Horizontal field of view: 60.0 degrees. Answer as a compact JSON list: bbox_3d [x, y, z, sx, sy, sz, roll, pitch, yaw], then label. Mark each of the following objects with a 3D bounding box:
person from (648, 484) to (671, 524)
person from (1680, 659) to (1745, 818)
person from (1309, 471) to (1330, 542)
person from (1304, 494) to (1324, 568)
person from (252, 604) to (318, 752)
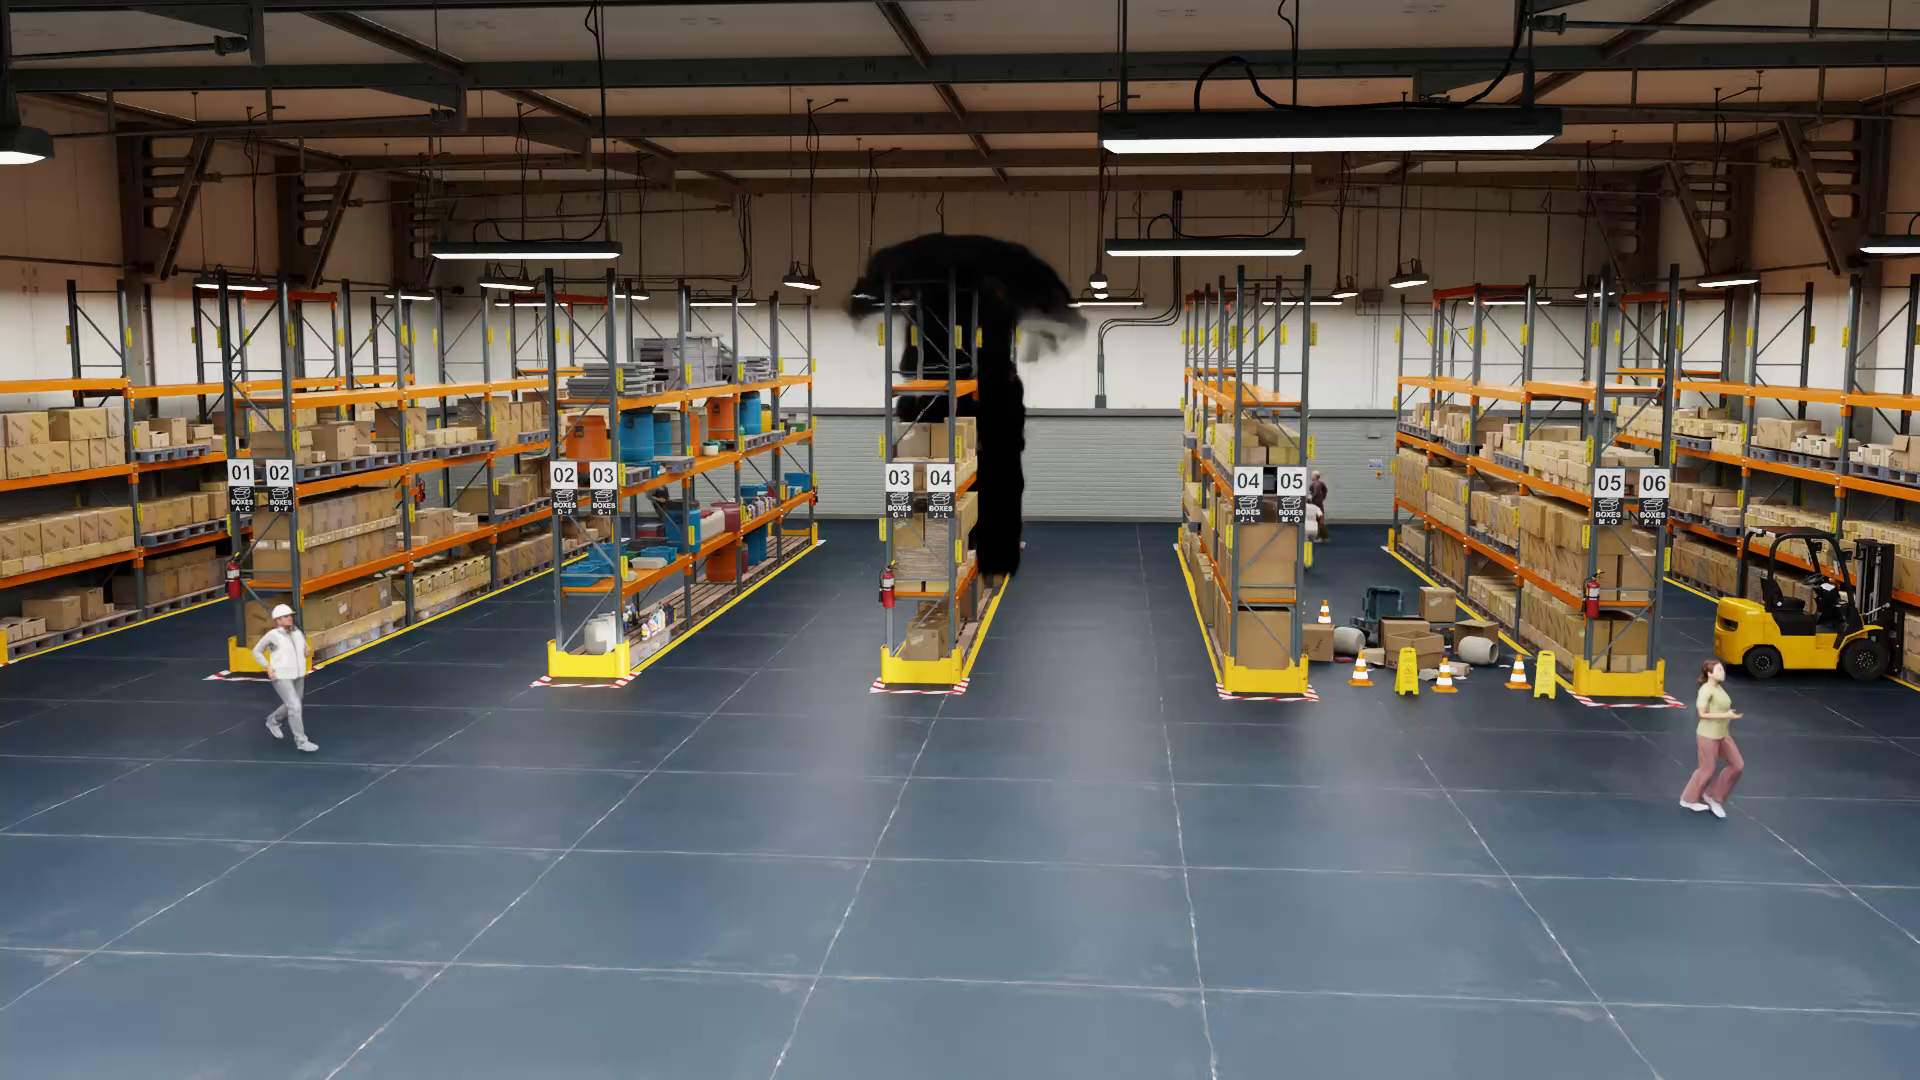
[{"bbox_3d":[-7.344,-0.779,40.976,0.782,1.600,0.675,7,10,44],"label":"person"},{"bbox_3d":[7.889,2.078,17.391,0.560,1.689,0.633,-6,9,-39],"label":"person"},{"bbox_3d":[8.663,-0.790,40.576,0.774,1.782,0.703,1,7,11],"label":"person"},{"bbox_3d":[7.504,-0.176,35.850,0.610,1.644,0.827,-1,7,-8],"label":"person"},{"bbox_3d":[-8.178,1.654,20.224,0.969,1.749,0.659,3,8,25],"label":"person"}]
